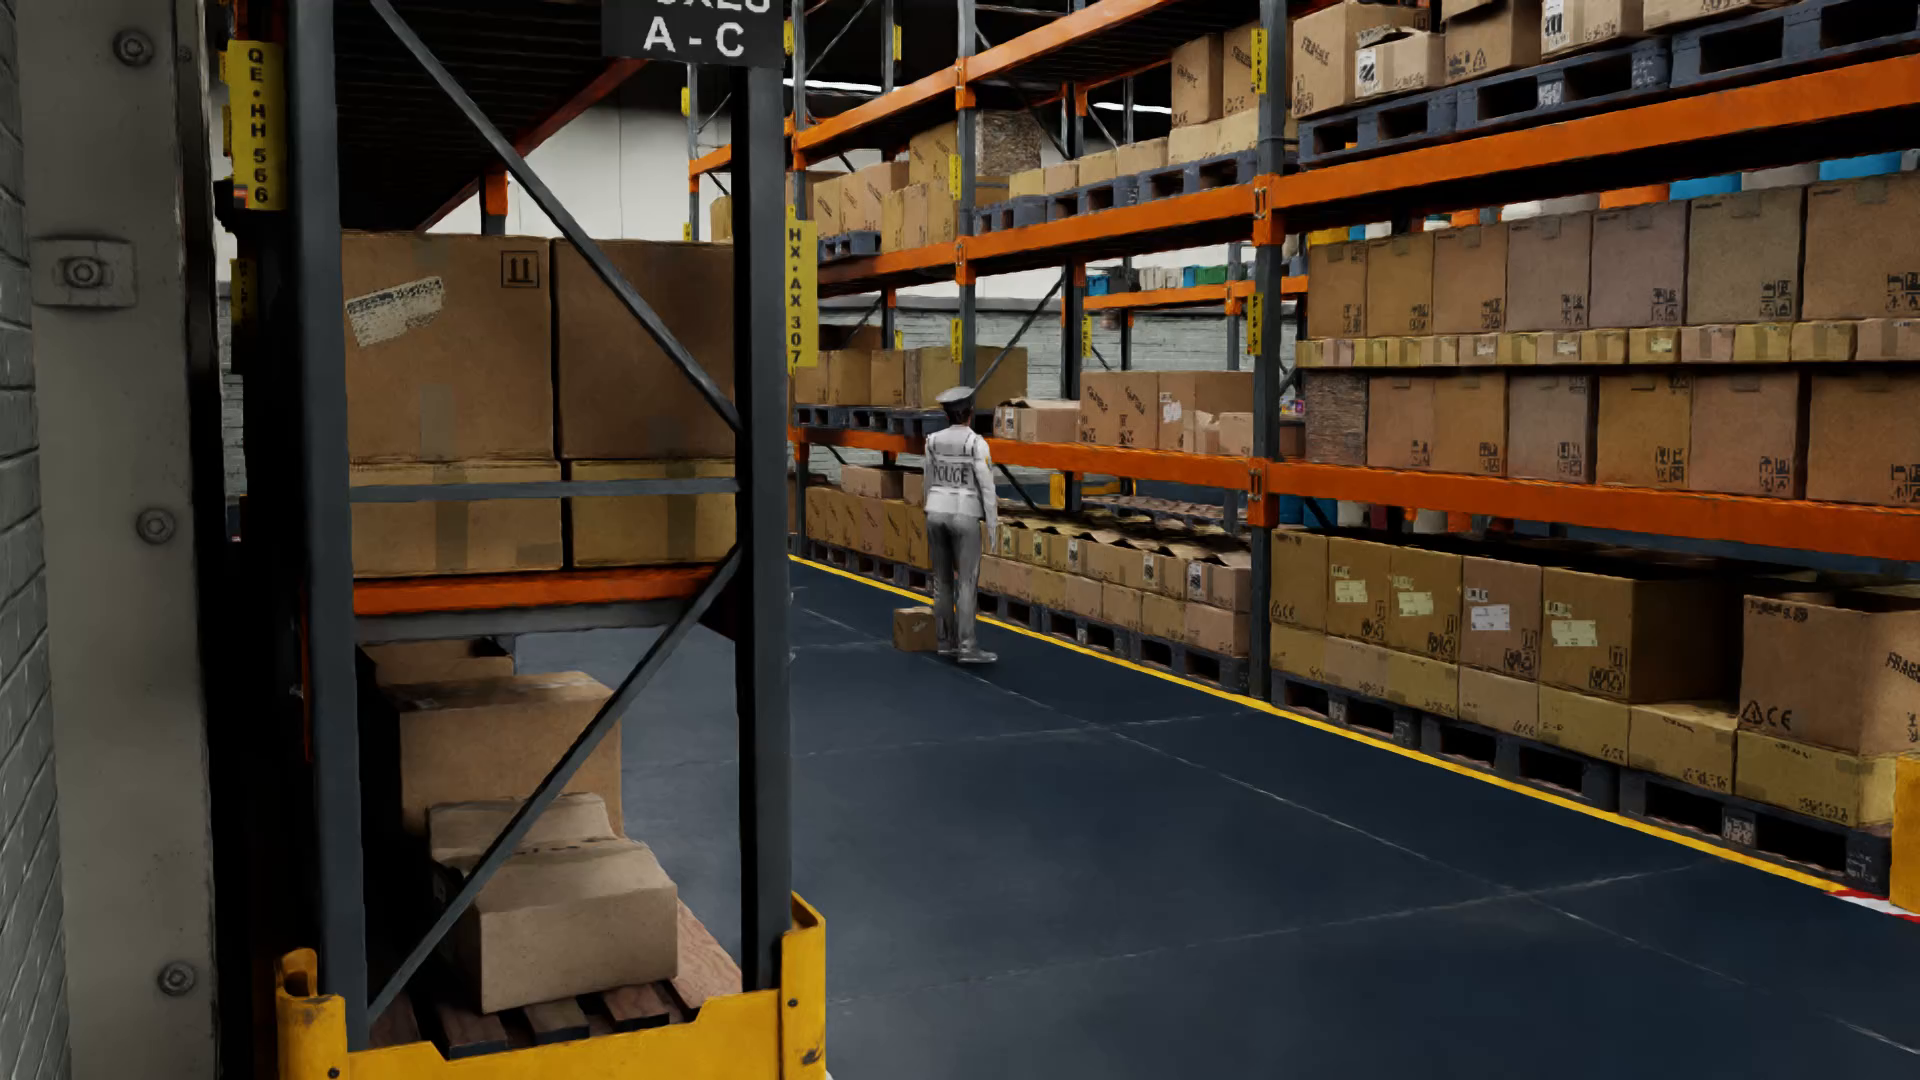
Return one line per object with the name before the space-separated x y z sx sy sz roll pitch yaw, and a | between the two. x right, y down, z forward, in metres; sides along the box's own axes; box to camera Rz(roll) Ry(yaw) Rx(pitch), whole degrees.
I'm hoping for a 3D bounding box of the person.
person | 0.033 -0.097 10.219 0.532 1.685 0.470 3 6 29
